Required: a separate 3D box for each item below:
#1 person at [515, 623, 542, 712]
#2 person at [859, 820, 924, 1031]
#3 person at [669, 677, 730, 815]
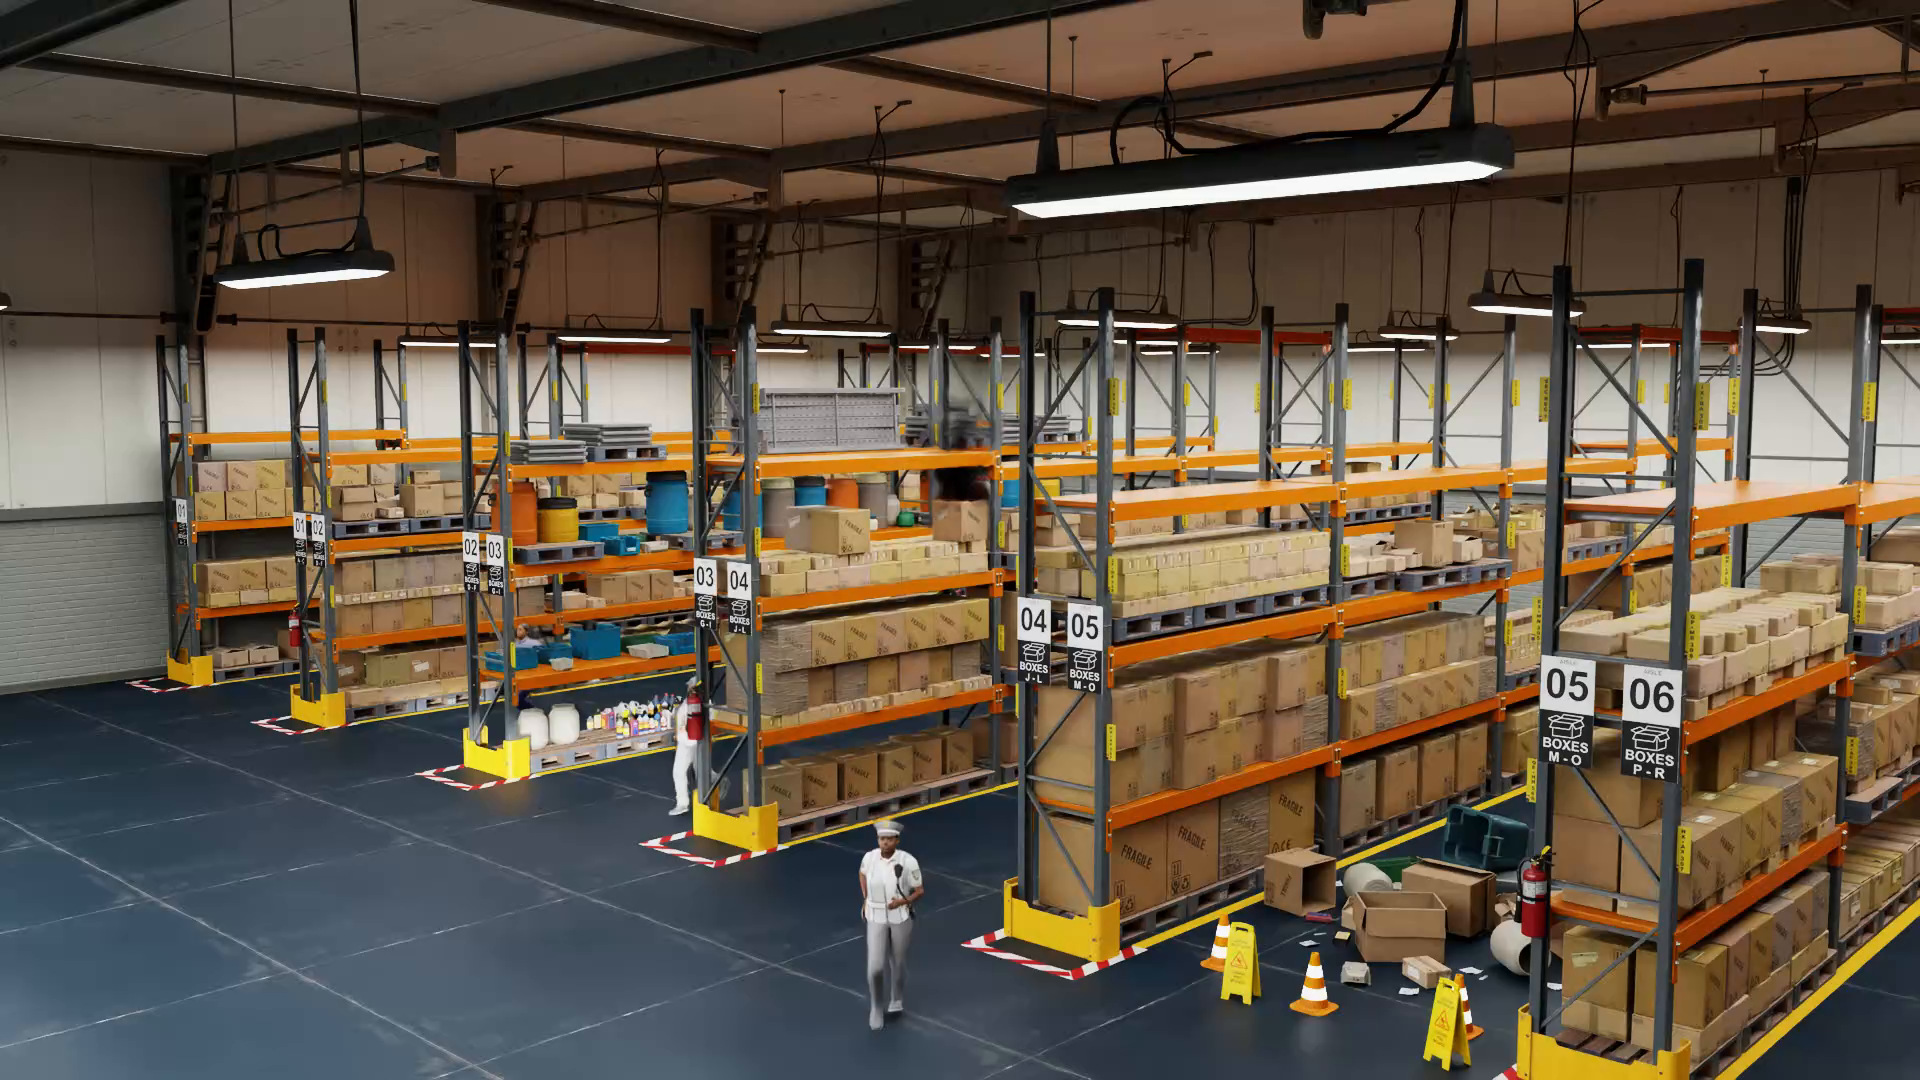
[{"bbox_3d":[-6.516,2.042,24.669,0.591,1.618,0.576,4,6,33],"label":"person"},{"bbox_3d":[-0.561,3.076,13.369,0.552,1.724,0.694,0,5,4],"label":"person"},{"bbox_3d":[-3.188,2.459,20.119,0.620,1.635,0.843,4,7,38],"label":"person"}]
